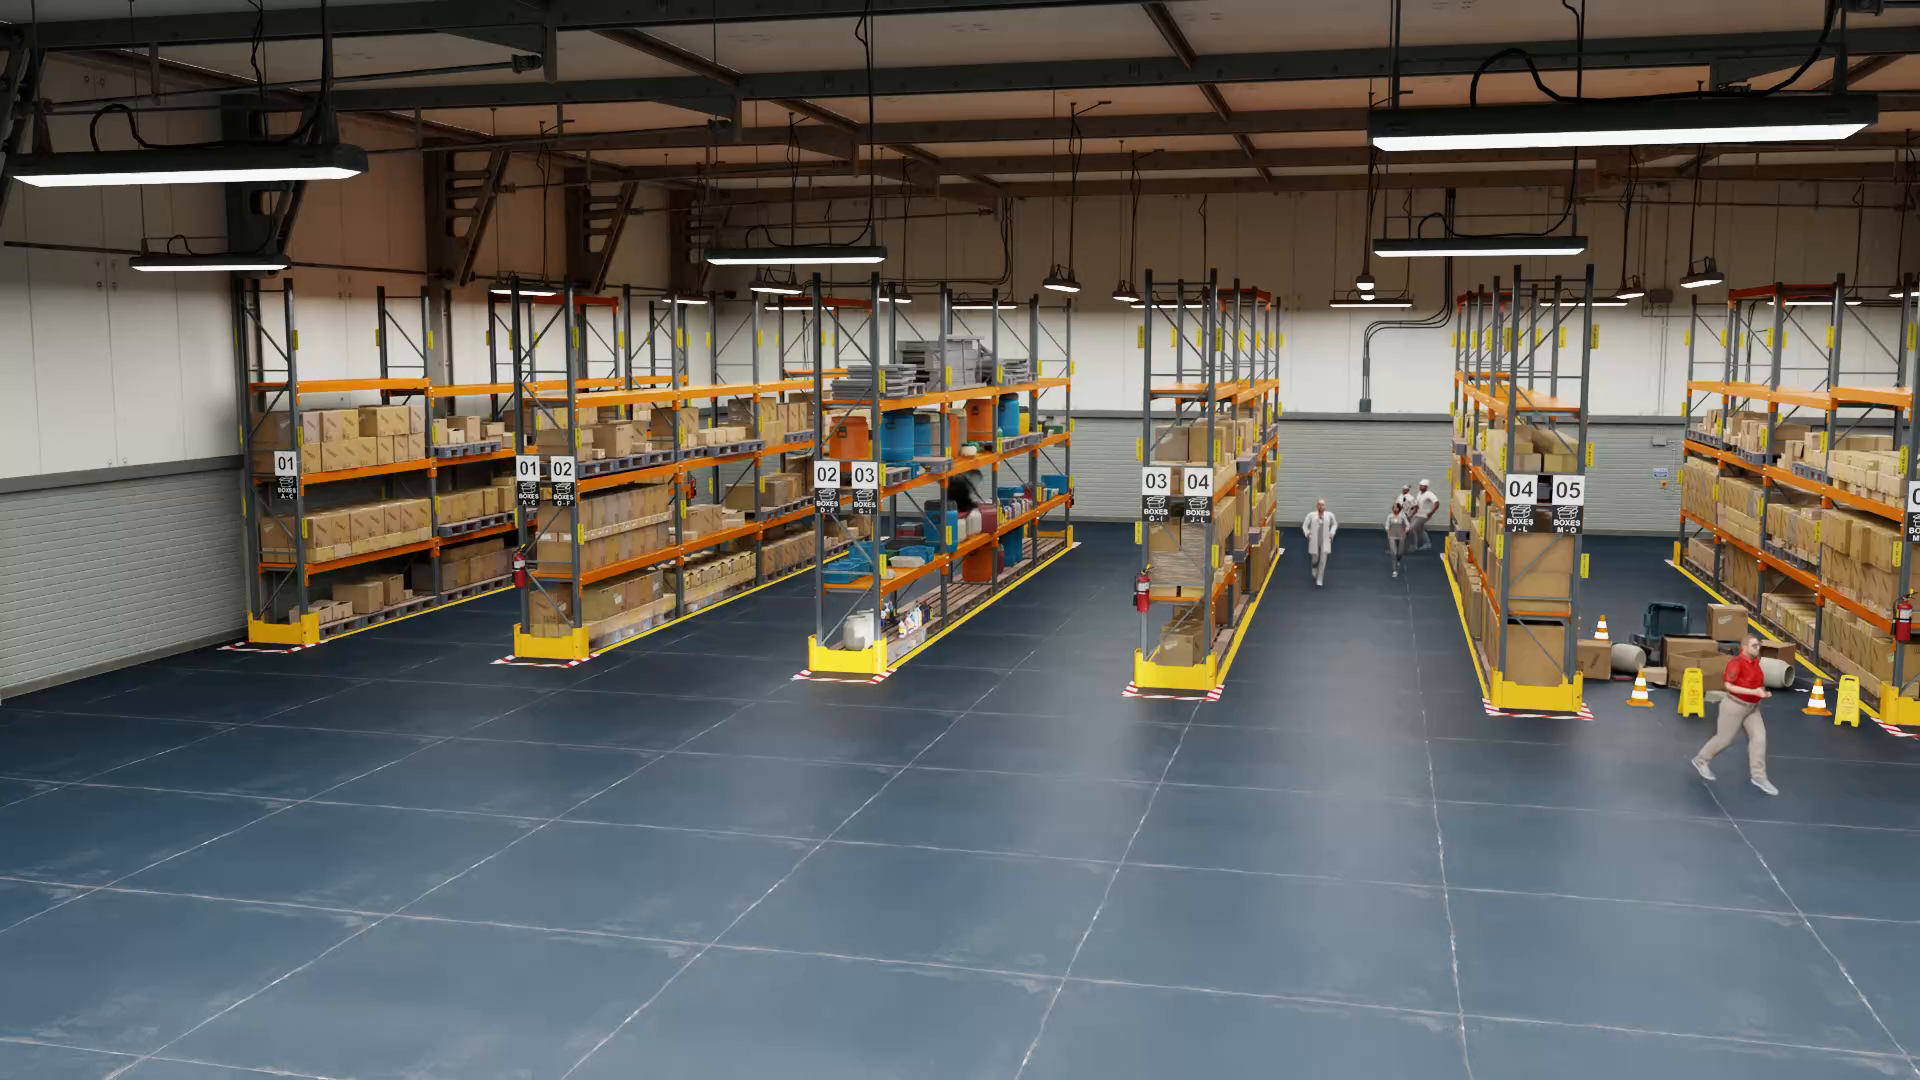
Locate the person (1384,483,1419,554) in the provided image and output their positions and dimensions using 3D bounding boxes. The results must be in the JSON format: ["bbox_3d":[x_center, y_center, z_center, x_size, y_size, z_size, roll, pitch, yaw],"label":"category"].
[{"bbox_3d":[10.385,-0.505,39.057,0.764,1.692,0.603,-3,7,-21],"label":"person"}]

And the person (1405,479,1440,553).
[{"bbox_3d":[10.897,-0.545,39.187,0.691,1.783,0.763,-1,7,-7],"label":"person"}]

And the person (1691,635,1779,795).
[{"bbox_3d":[8.710,1.914,18.632,0.618,1.748,0.953,-4,8,-29],"label":"person"}]

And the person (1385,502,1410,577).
[{"bbox_3d":[9.336,-0.019,35.534,0.535,1.579,0.594,3,7,21],"label":"person"}]

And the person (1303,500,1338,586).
[{"bbox_3d":[7.393,0.058,34.131,0.711,1.751,0.627,1,7,9],"label":"person"}]
